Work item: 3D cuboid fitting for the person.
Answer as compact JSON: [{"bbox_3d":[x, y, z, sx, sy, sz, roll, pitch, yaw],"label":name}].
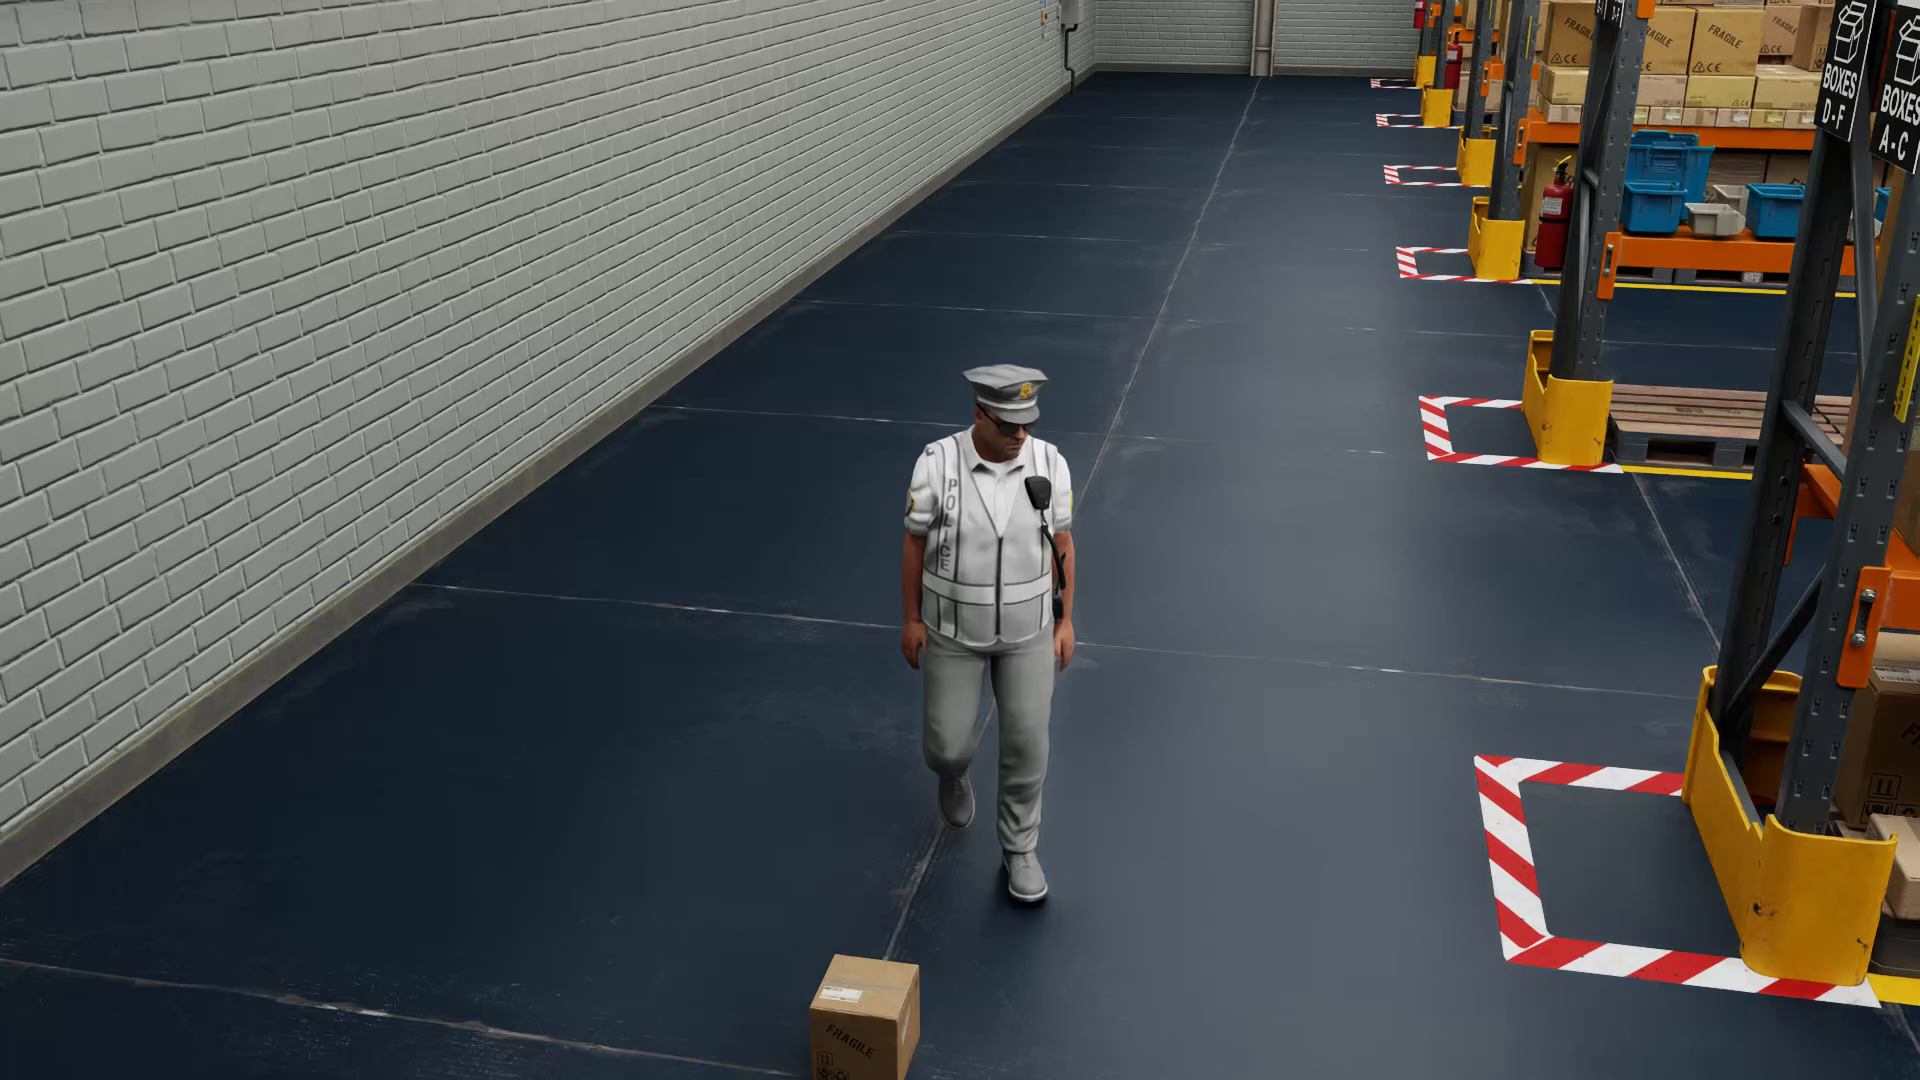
[{"bbox_3d":[0.097,0.266,5.367,0.570,1.733,0.676,-3,22,-7],"label":"person"}]
